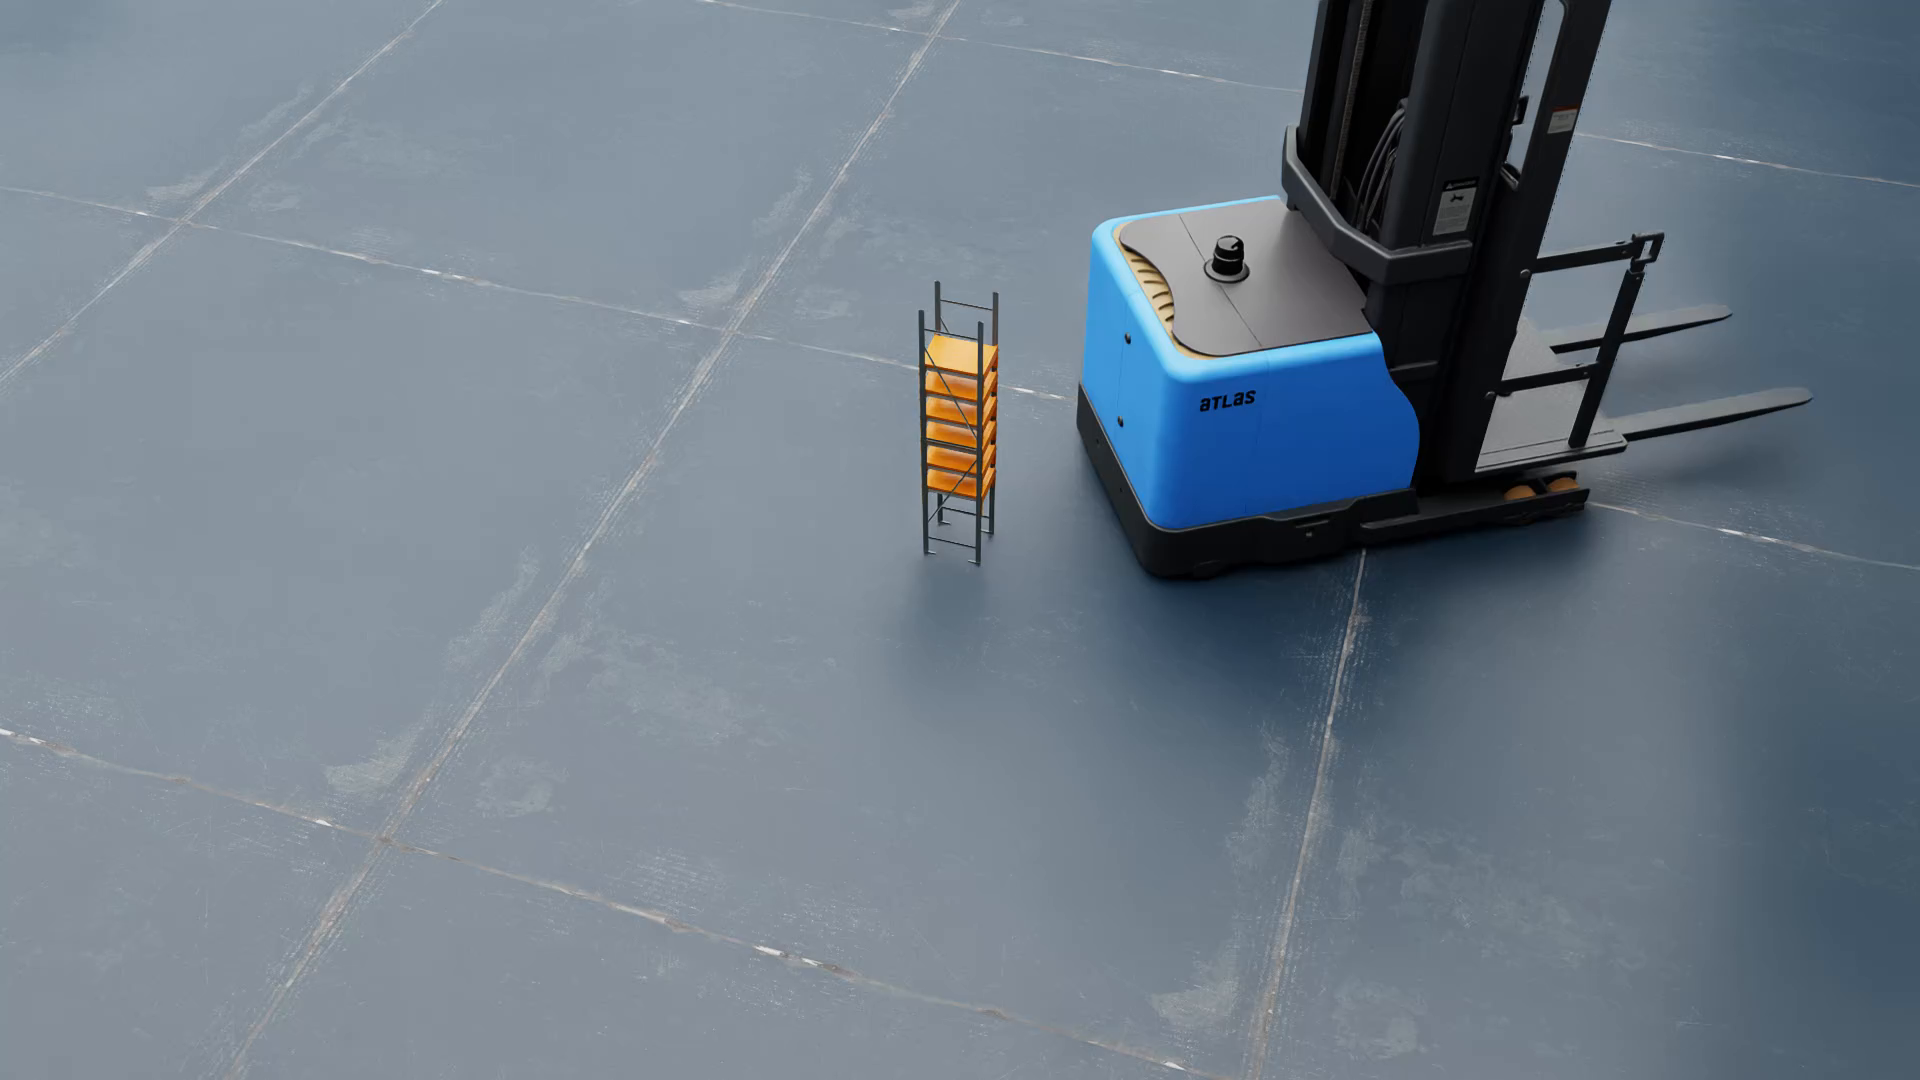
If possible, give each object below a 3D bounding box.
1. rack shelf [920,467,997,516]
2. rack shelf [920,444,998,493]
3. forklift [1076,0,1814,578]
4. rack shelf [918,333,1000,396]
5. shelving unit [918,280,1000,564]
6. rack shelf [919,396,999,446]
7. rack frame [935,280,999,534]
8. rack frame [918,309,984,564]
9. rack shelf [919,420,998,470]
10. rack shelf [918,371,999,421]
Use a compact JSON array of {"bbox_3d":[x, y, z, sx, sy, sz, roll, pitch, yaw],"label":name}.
[{"bbox_3d":[-0.004,-0.216,6.519,0.258,0.103,0.180,13,46,12],"label":"rack shelf"},{"bbox_3d":[-0.004,-0.302,6.436,0.258,0.103,0.180,13,46,12],"label":"rack shelf"},{"bbox_3d":[2.075,-1.457,6.143,3.031,2.935,1.130,-10,45,-10],"label":"forklift"},{"bbox_3d":[-0.004,-0.645,6.100,0.258,0.103,0.180,13,46,12],"label":"rack shelf"},{"bbox_3d":[-0.004,-0.419,6.321,0.258,1.200,0.189,13,46,12],"label":"shelving unit"},{"bbox_3d":[-0.004,-0.473,6.268,0.258,0.103,0.180,13,46,12],"label":"rack shelf"},{"bbox_3d":[0.023,-0.480,6.383,0.240,1.200,0.006,13,46,12],"label":"rack frame"},{"bbox_3d":[-0.032,-0.358,6.258,0.240,1.200,0.006,13,46,12],"label":"rack frame"},{"bbox_3d":[-0.004,-0.387,6.352,0.258,0.103,0.180,13,46,12],"label":"rack shelf"},{"bbox_3d":[-0.004,-0.559,6.184,0.258,0.103,0.180,13,46,12],"label":"rack shelf"}]
